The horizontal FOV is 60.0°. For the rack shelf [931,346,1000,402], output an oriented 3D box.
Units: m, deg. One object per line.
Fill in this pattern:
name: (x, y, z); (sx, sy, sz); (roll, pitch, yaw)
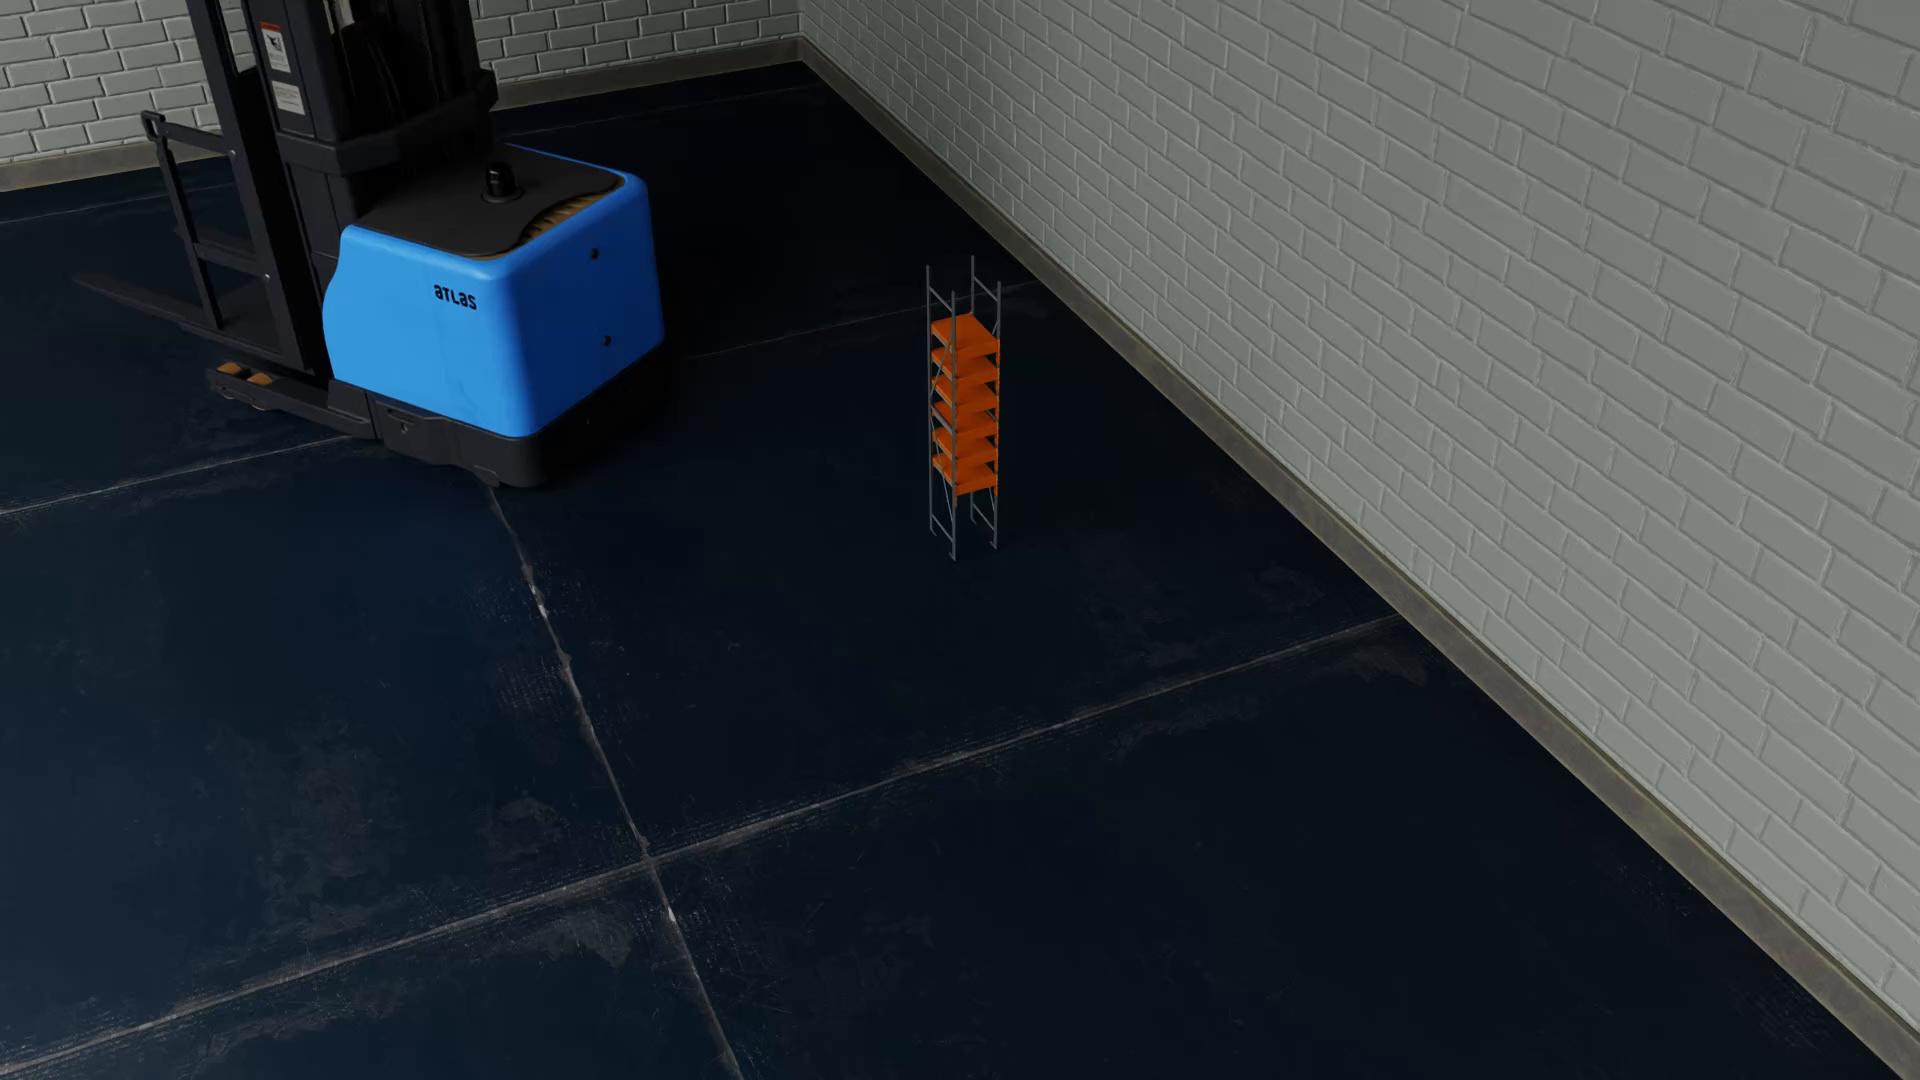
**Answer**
rack shelf: (0.013, -0.643, 6.281); (0.180, 0.103, 0.258); (-16, 39, -20)

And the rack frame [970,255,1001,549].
rack frame: (0.096, -0.509, 6.429); (0.006, 1.200, 0.240); (-16, 39, -20)

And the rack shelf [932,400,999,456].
rack shelf: (0.013, -0.450, 6.424); (0.180, 0.103, 0.258); (-16, 39, -20)

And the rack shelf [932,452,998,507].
rack shelf: (0.013, -0.257, 6.567); (0.180, 0.103, 0.258); (-16, 39, -20)

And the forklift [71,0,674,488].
forklift: (-2.848, -2.020, 7.014); (3.031, 2.935, 1.130); (18, 40, 23)

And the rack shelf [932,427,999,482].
rack shelf: (0.013, -0.354, 6.495); (0.180, 0.103, 0.258); (-16, 39, -20)

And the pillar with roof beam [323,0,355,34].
pillar with roof beam: (-1.860, -3.665, 4.137); (0.400, 9.000, 9.100); (-16, 39, -20)

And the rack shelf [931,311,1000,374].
rack shelf: (0.013, -0.739, 6.210); (0.180, 0.103, 0.258); (-16, 39, -20)

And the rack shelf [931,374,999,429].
rack shelf: (0.013, -0.546, 6.352); (0.180, 0.103, 0.258); (-16, 39, -20)

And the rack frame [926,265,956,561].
rack frame: (-0.070, -0.462, 6.366); (0.006, 1.200, 0.240); (-16, 39, -20)

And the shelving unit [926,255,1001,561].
shelving unit: (0.013, -0.486, 6.398); (0.189, 1.200, 0.258); (-16, 39, -20)
